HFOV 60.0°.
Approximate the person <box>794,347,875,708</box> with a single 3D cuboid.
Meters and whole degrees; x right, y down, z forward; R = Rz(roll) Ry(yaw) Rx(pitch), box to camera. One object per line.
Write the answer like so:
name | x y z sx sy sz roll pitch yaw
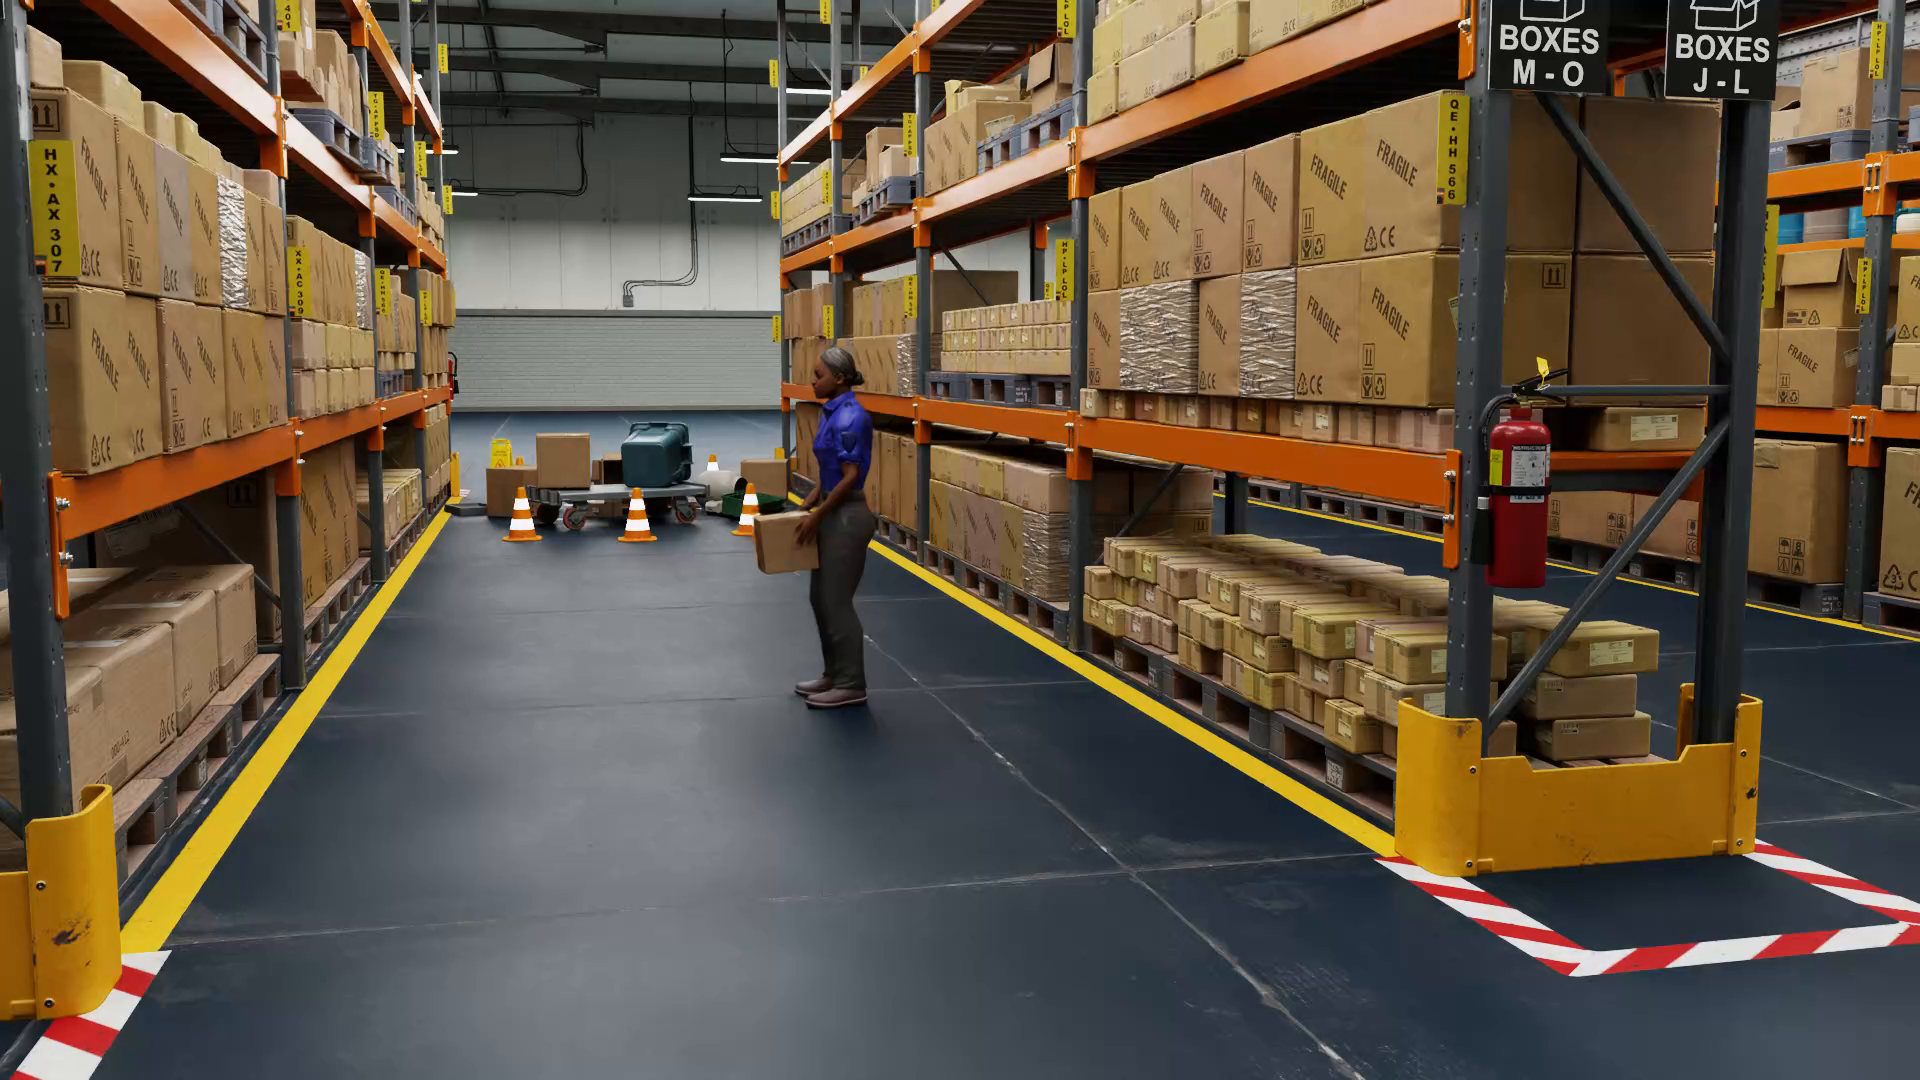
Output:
person | -0.603 -0.066 7.774 0.391 1.662 0.481 -2 6 -15
